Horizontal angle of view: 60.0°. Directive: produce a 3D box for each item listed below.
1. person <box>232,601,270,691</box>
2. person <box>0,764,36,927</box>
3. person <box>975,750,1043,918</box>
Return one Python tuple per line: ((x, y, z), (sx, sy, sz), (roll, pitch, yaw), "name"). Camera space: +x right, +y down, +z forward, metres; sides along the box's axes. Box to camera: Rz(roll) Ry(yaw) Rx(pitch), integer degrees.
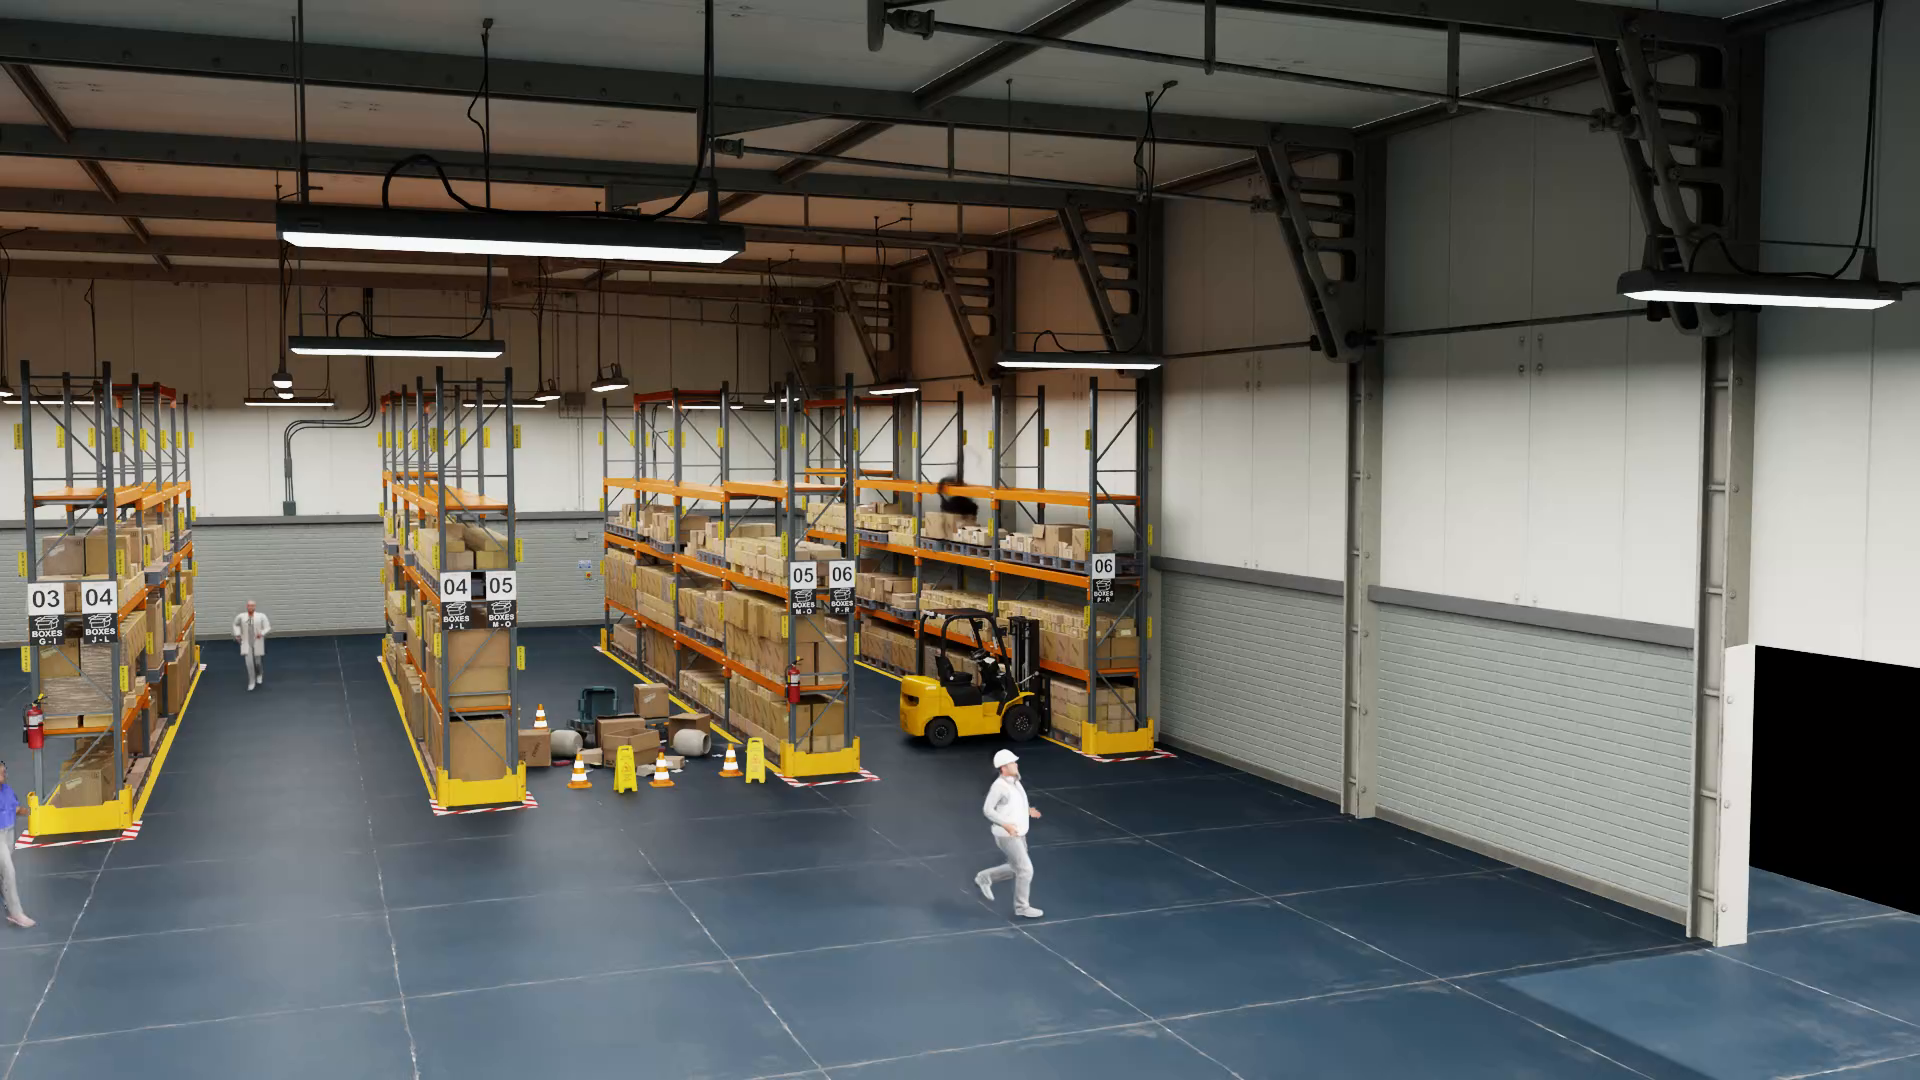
((-14.289, 2.104, 33.544), (0.716, 1.773, 0.858), (-1, 4, -19), "person")
((-9.931, 3.125, 17.159), (0.867, 1.682, 0.562), (0, 3, 7), "person")
((0.499, 3.080, 17.522), (0.803, 1.739, 0.668), (1, 4, 21), "person")
